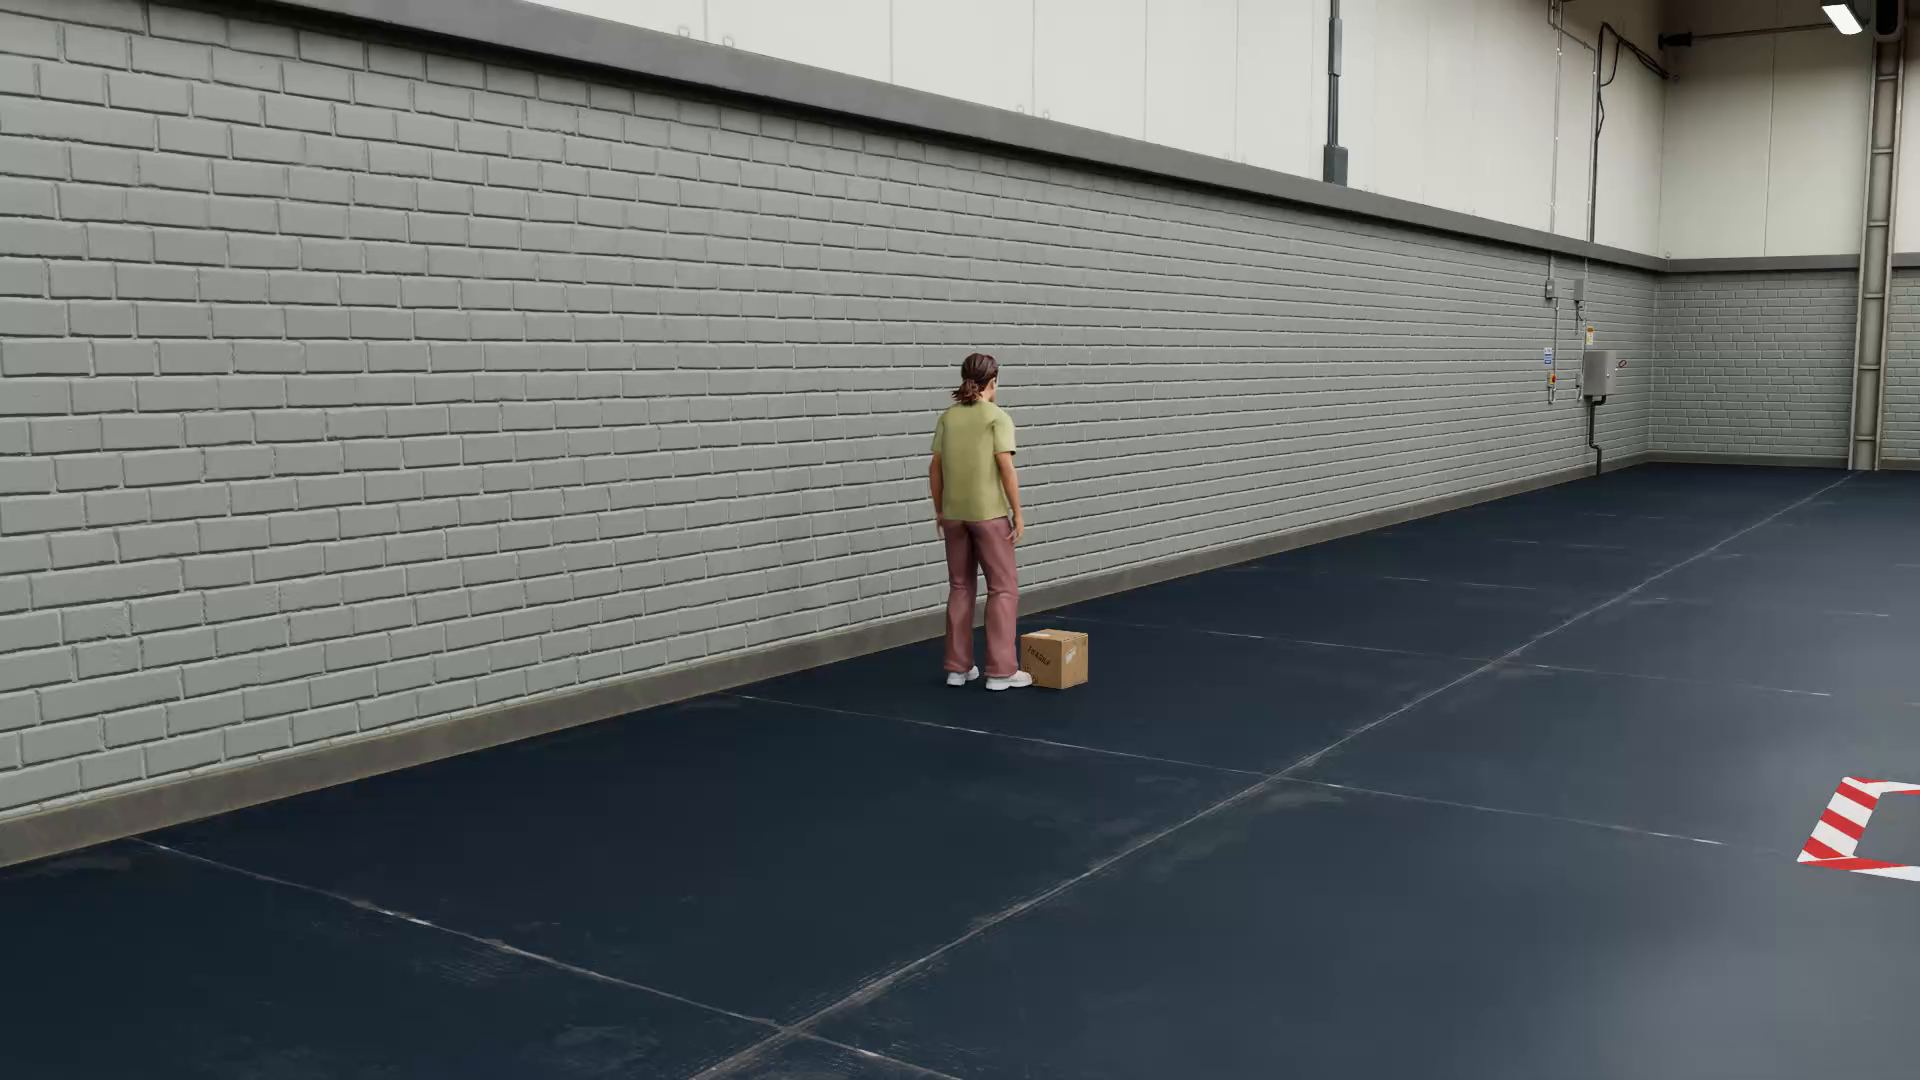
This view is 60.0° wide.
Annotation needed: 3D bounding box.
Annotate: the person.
[{"bbox_3d":[0.093,-0.095,8.346,0.500,1.666,0.359,4,7,31],"label":"person"}]
